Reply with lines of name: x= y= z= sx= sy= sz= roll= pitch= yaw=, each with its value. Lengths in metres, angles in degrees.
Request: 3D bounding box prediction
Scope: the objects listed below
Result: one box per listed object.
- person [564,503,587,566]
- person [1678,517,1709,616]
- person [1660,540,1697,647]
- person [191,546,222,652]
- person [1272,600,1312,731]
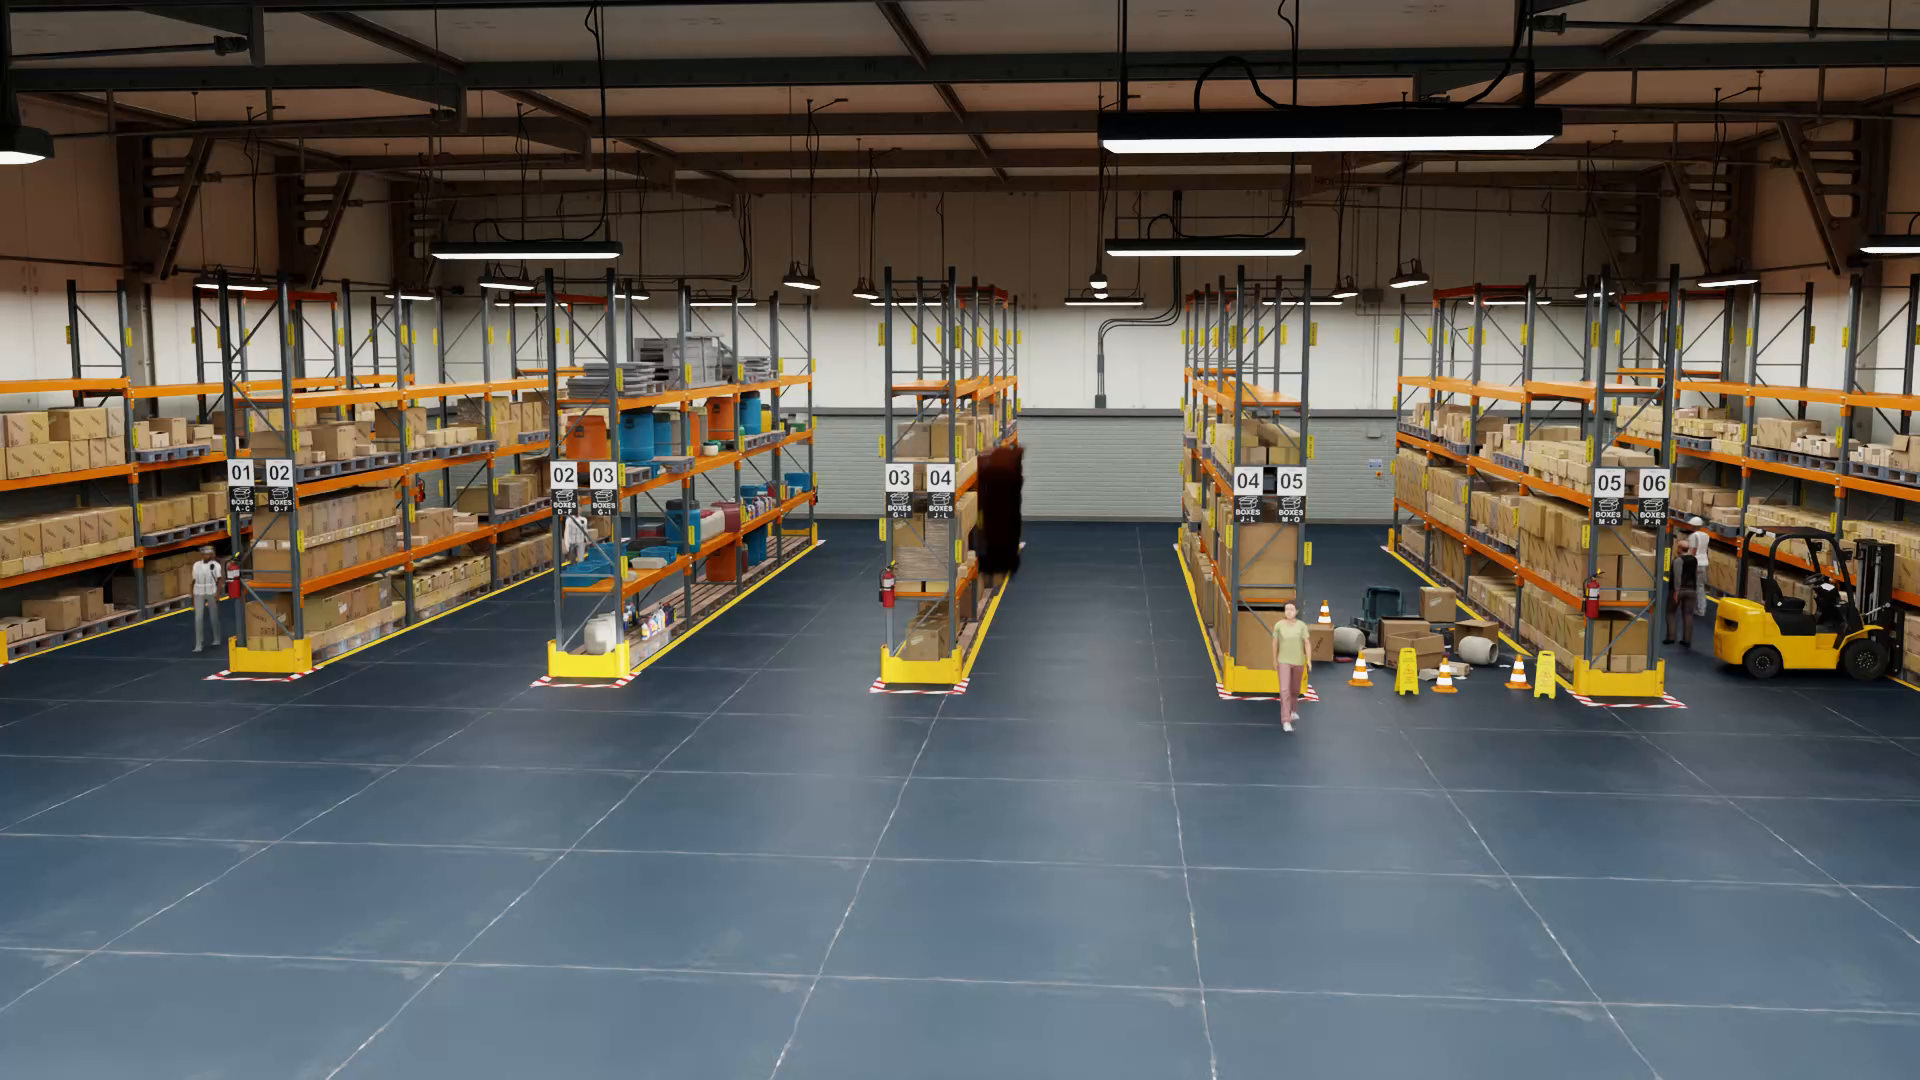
person: x=-7.814 y=0.062 z=33.838 sx=0.440 sy=1.633 sz=0.989 roll=-1 pitch=7 yaw=-5
person: x=13.291 y=0.467 z=29.987 sx=0.544 sy=1.761 sz=0.512 roll=-2 pitch=7 yaw=-17
person: x=11.786 y=0.897 z=27.062 sx=0.514 sy=1.768 sz=0.613 roll=0 pitch=7 yaw=0
person: x=-12.200 y=0.936 z=26.925 sx=0.477 sy=1.670 sz=0.731 roll=-2 pitch=7 yaw=-19
person: x=4.272 y=1.587 z=21.384 sx=0.473 sy=1.627 sz=0.958 roll=0 pitch=7 yaw=3
